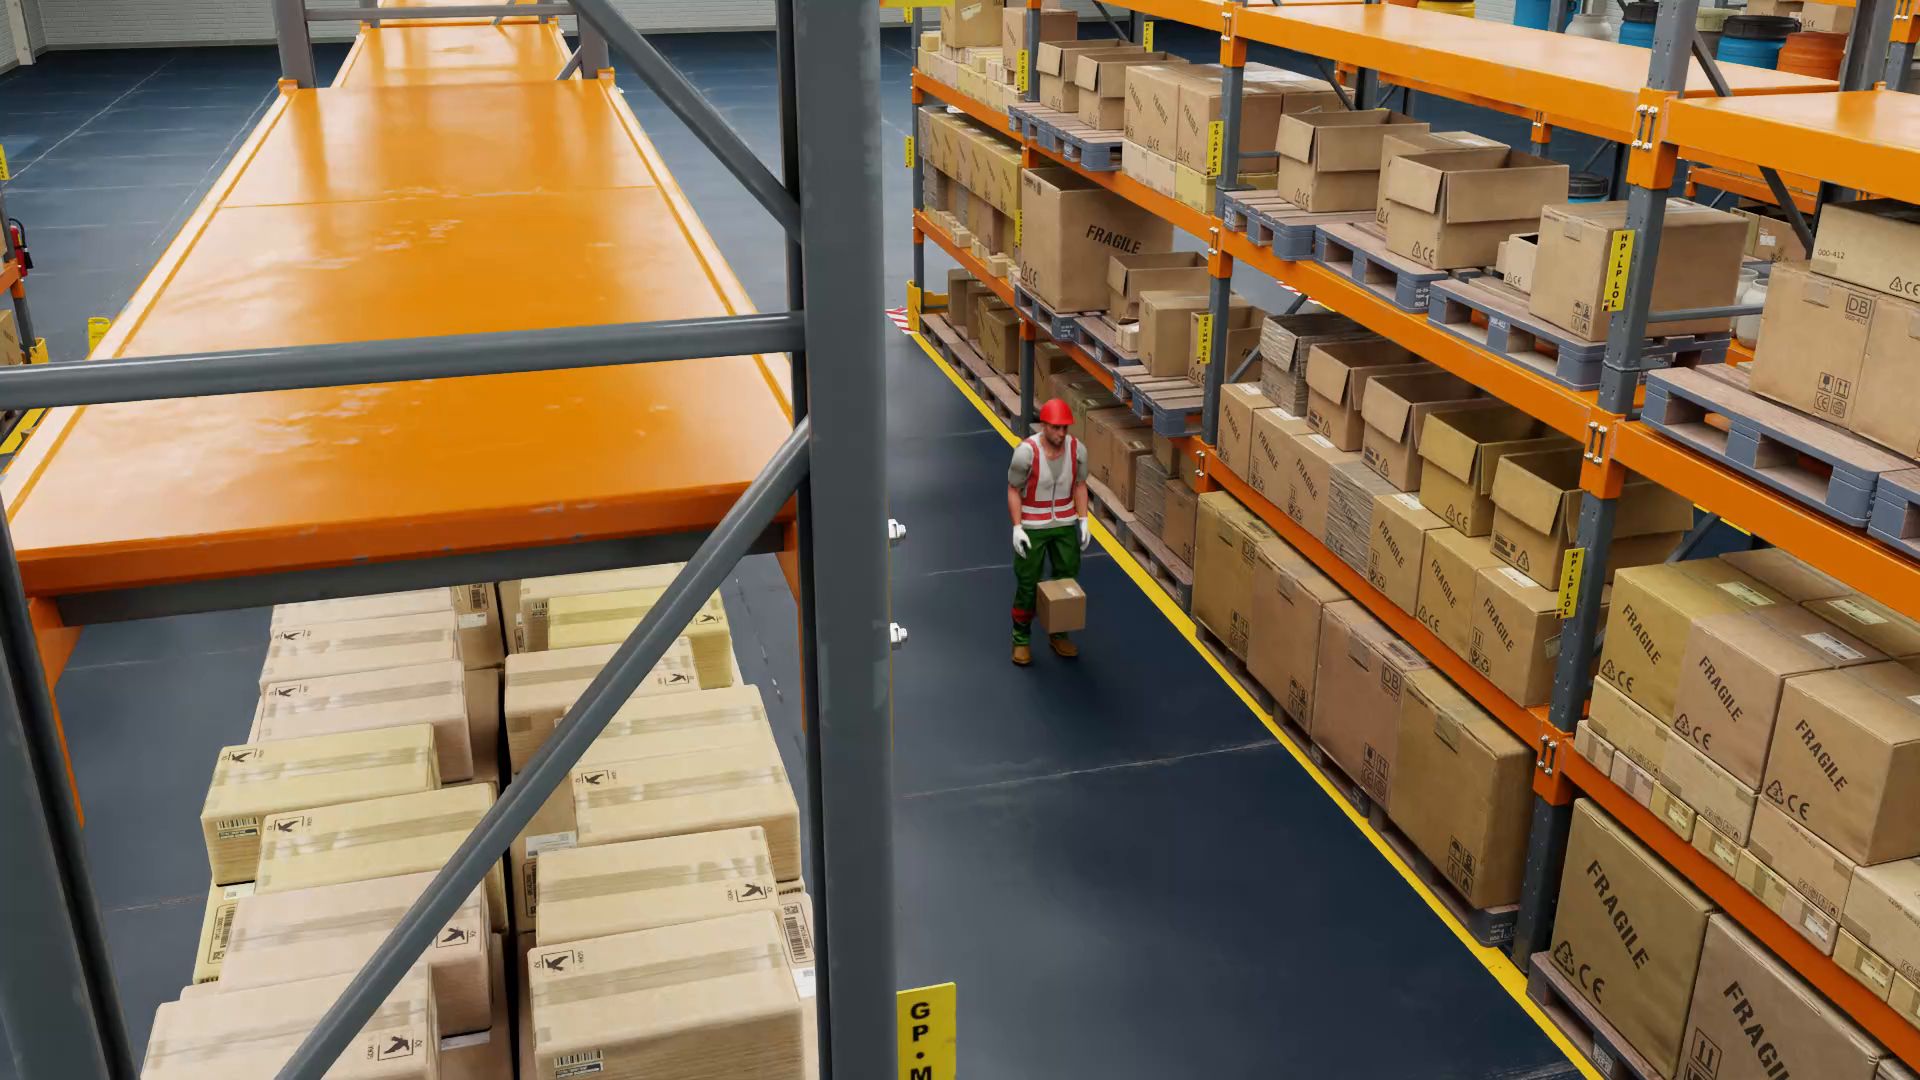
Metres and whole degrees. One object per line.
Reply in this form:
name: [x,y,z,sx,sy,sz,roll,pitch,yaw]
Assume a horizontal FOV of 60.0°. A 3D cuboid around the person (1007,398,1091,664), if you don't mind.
person: [0.578,-0.076,10.823,0.555,1.784,0.422,-7,24,-16]
